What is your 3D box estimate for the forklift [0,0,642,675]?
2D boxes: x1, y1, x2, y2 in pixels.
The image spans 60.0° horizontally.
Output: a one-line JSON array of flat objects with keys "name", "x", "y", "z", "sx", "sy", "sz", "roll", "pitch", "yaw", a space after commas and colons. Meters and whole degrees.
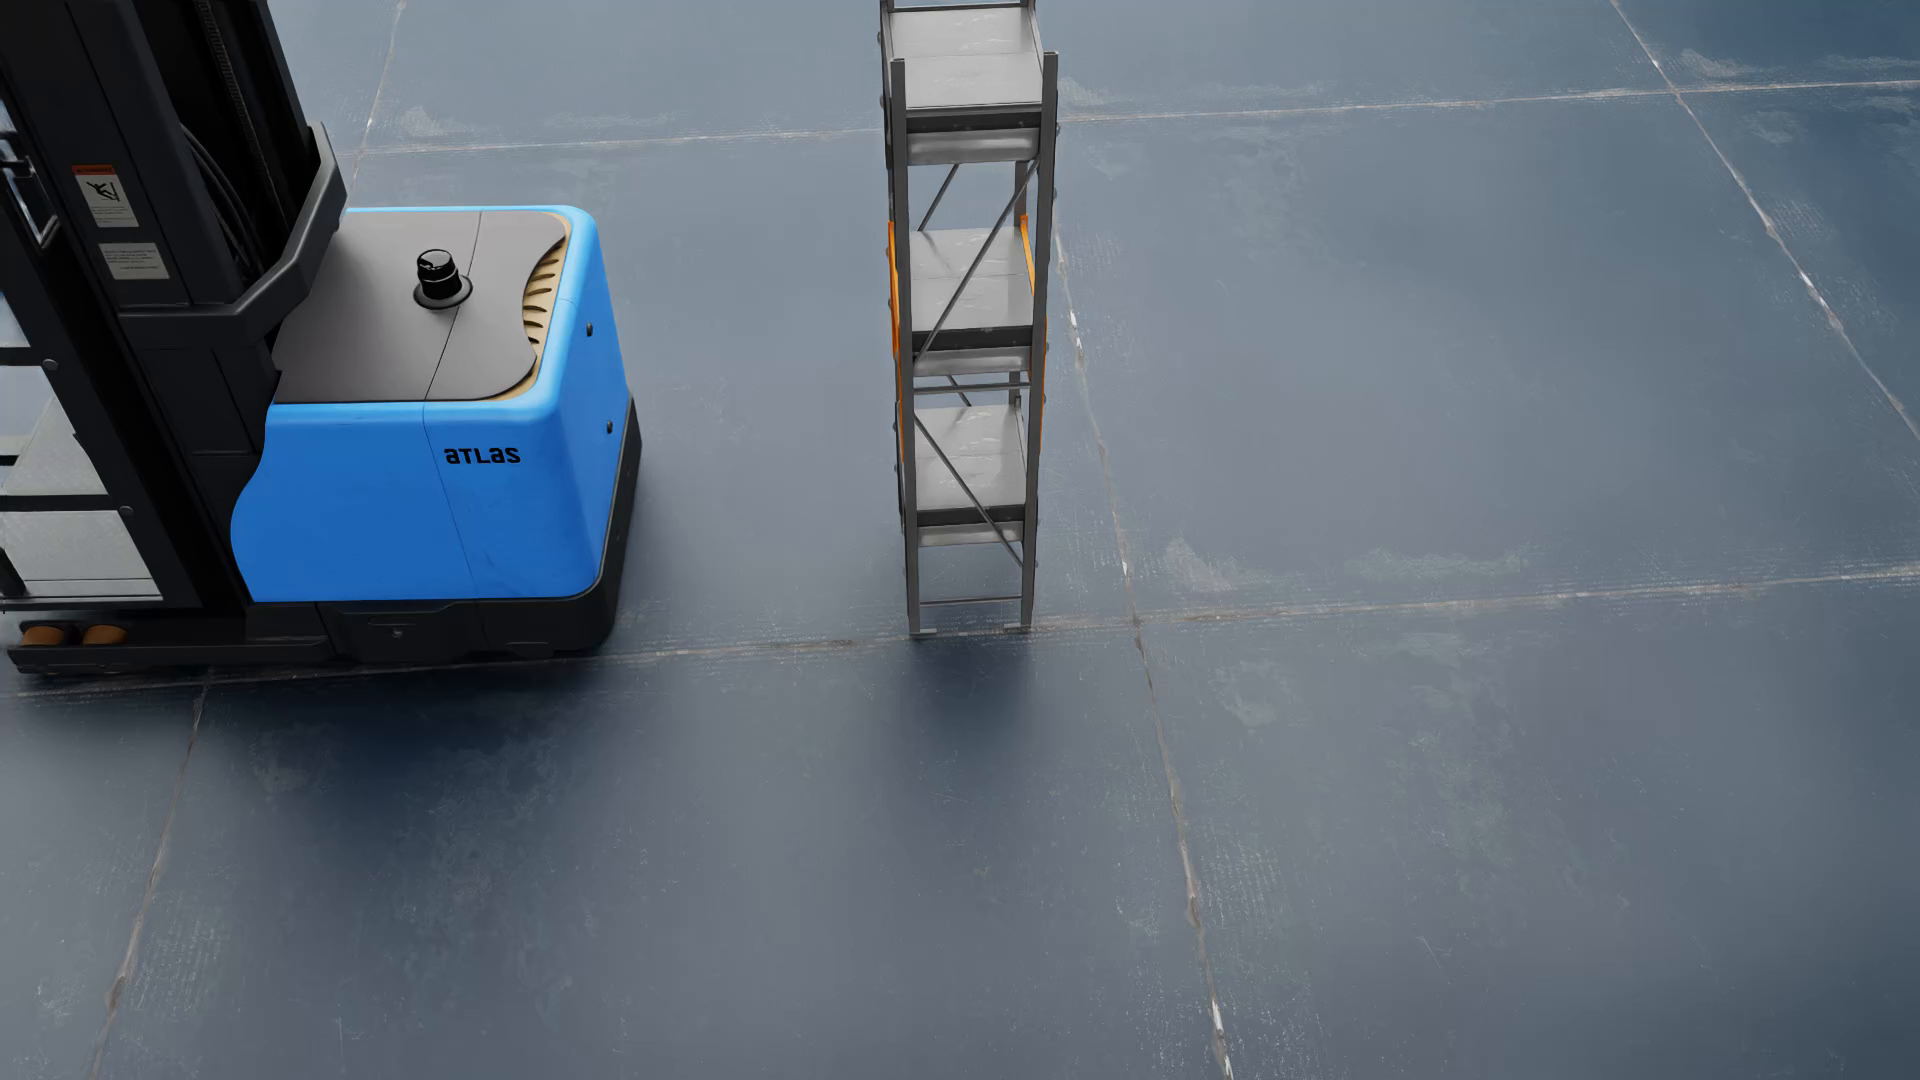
[{"name": "forklift", "x": -2.647, "y": -0.966, "z": 4.646, "sx": 3.031, "sy": 2.935, "sz": 1.130, "roll": -1, "pitch": 47, "yaw": -1}]

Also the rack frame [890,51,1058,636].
[{"name": "rack frame", "x": 0.034, "y": -0.426, "z": 4.707, "sx": 0.400, "sy": 2.100, "sz": 0.015, "roll": -3, "pitch": 47, "yaw": -3}]

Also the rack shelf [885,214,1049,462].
[{"name": "rack shelf", "x": 0.014, "y": -0.593, "z": 4.884, "sx": 0.431, "sy": 0.518, "sz": 0.480, "roll": -3, "pitch": 47, "yaw": -3}]

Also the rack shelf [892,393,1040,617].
[{"name": "rack shelf", "x": 0.014, "y": -0.112, "z": 5.392, "sx": 0.431, "sy": 0.518, "sz": 0.480, "roll": -3, "pitch": 47, "yaw": -3}]

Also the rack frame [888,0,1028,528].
[{"name": "rack frame", "x": -0.007, "y": -0.779, "z": 5.041, "sx": 0.400, "sy": 2.100, "sz": 0.015, "roll": -3, "pitch": 47, "yaw": -3}]

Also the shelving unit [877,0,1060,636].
[{"name": "shelving unit", "x": 0.014, "y": -0.602, "z": 4.874, "sx": 0.431, "sy": 2.100, "sz": 0.503, "roll": -3, "pitch": 47, "yaw": -3}]

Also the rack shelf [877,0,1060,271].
[{"name": "rack shelf", "x": 0.014, "y": -1.074, "z": 4.376, "sx": 0.431, "sy": 0.518, "sz": 0.480, "roll": -3, "pitch": 47, "yaw": -3}]
